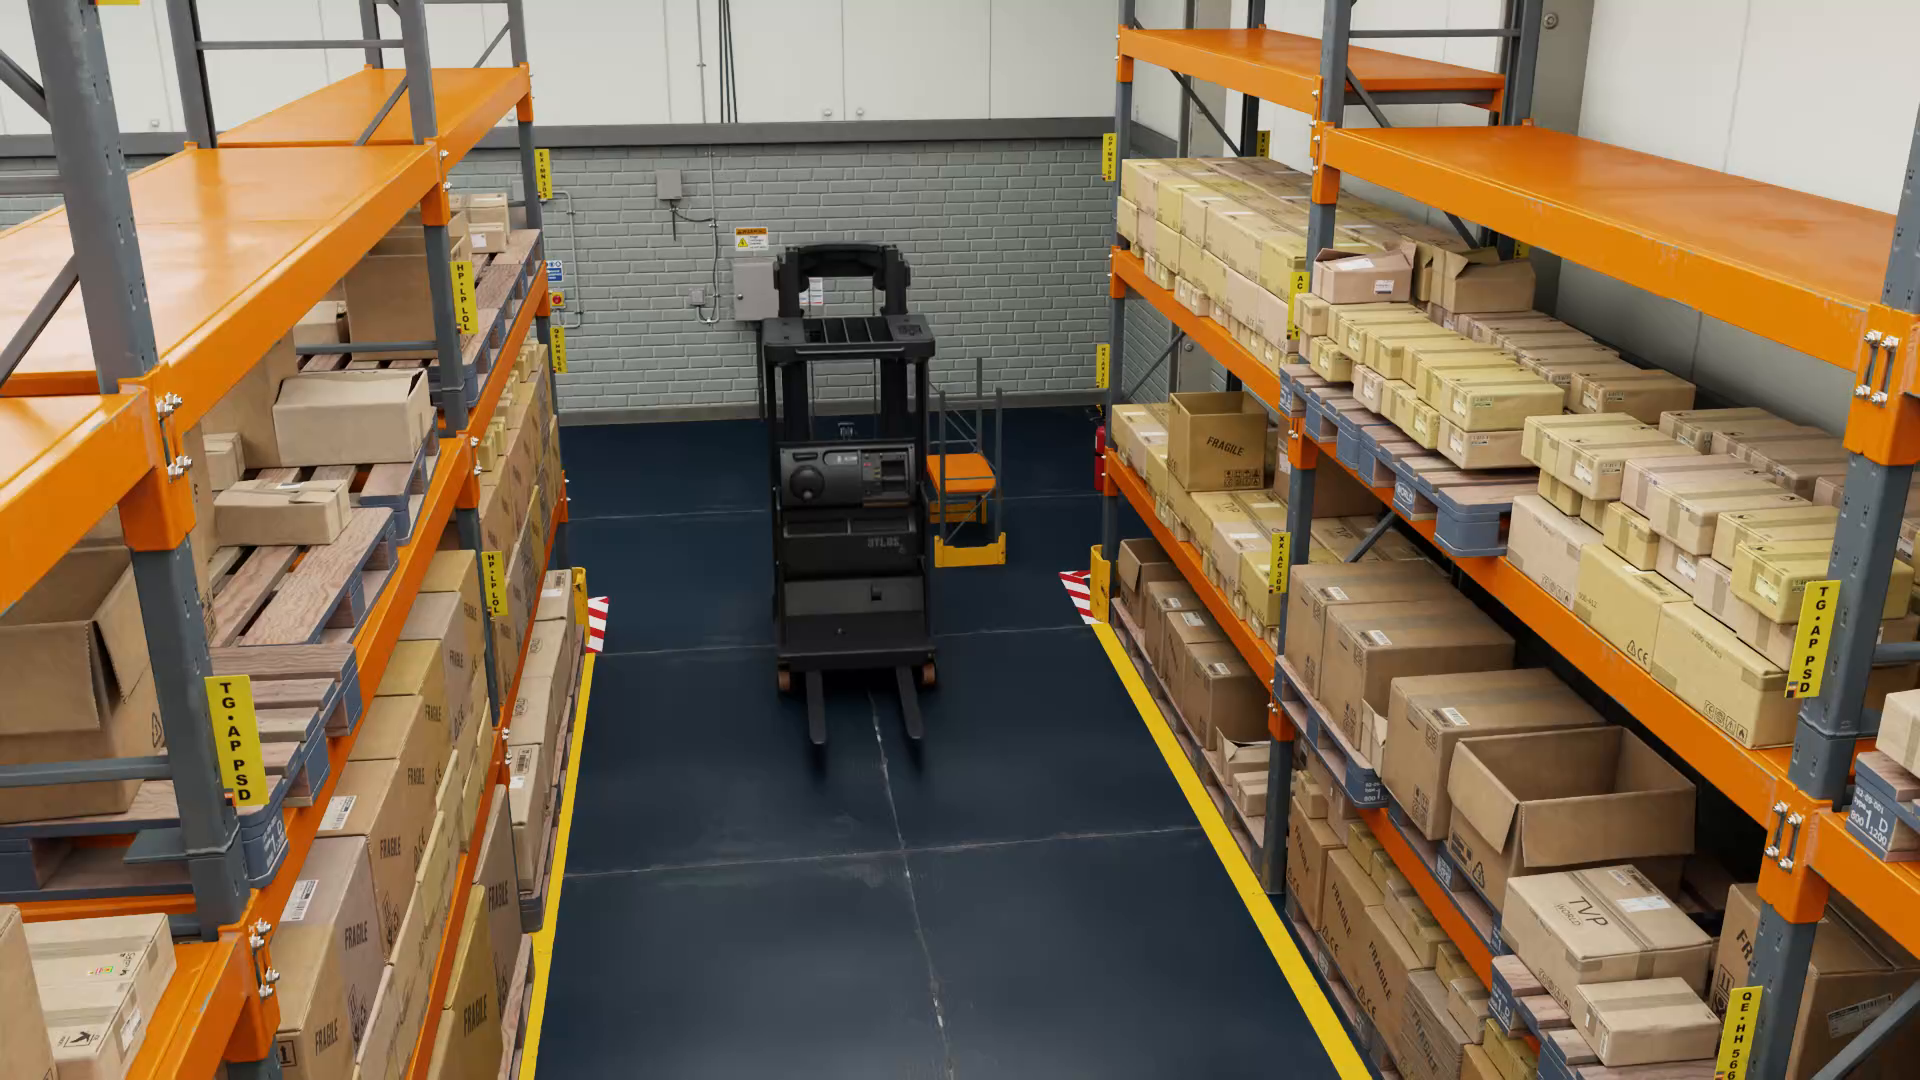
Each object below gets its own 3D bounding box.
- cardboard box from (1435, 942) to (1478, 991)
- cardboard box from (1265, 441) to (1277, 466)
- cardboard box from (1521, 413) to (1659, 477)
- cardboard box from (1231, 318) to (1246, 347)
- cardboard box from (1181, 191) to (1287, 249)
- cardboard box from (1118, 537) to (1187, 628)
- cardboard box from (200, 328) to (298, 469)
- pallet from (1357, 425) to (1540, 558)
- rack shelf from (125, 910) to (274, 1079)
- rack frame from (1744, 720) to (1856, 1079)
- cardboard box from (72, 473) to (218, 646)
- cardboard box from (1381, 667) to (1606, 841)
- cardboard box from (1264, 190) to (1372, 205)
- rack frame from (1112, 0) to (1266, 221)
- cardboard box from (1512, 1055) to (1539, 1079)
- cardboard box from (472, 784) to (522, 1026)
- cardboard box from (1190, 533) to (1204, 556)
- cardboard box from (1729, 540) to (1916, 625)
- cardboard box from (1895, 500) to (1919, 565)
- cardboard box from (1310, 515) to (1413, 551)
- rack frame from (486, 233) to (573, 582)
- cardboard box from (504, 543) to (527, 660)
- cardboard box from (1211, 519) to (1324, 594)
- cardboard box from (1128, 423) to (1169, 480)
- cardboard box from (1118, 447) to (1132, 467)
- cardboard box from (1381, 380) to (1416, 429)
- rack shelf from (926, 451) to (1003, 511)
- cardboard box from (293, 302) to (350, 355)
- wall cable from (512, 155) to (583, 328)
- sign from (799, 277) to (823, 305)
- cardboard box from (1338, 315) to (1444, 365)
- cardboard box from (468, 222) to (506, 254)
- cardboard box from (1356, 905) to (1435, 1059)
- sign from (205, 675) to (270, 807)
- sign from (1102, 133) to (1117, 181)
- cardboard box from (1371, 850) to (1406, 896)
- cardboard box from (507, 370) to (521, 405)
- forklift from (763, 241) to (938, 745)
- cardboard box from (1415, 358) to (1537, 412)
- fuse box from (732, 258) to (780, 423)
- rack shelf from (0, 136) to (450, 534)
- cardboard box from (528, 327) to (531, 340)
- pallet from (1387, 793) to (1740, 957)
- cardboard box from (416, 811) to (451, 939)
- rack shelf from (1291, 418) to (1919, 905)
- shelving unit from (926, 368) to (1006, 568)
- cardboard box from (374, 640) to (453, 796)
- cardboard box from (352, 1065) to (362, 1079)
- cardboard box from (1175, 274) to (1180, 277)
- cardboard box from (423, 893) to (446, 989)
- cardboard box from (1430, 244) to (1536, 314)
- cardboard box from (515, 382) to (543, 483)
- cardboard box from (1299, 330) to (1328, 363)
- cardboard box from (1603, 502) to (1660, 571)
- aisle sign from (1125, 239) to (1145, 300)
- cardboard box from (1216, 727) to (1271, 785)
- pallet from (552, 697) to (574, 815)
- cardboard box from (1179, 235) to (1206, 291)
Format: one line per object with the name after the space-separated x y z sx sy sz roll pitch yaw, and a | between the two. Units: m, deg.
2.268 1.842 7.116 0.380 0.149 0.250 -3 21 -8 | cardboard box
2.054 -0.464 11.036 0.500 0.250 0.500 -2 21 -6 | cardboard box
2.209 -0.336 5.835 0.380 0.149 0.250 -3 21 -8 | cardboard box
1.725 -1.167 9.200 0.380 0.149 0.250 -3 21 -8 | cardboard box
1.625 -1.907 9.898 0.500 0.250 0.500 -2 21 -6 | cardboard box
1.580 0.298 12.174 0.797 0.503 0.637 -4 21 -10 | cardboard box
-2.909 -0.584 6.536 0.500 0.500 0.500 -3 21 -9 | cardboard box
2.339 -0.235 6.615 1.213 0.211 1.003 -3 21 -8 | pallet
-1.884 1.754 2.047 1.077 0.370 4.000 -3 21 -8 | rack shelf
2.739 1.878 4.974 1.000 3.000 0.127 -3 21 -8 | rack frame
-2.503 0.148 4.577 0.700 0.500 0.500 -4 21 -10 | cardboard box
2.198 0.880 6.905 0.700 0.500 0.500 -3 21 -8 | cardboard box
2.130 -1.928 9.952 0.500 0.250 0.500 -3 21 -8 | cardboard box
1.585 -3.702 11.340 1.000 3.000 0.127 -3 21 -8 | rack frame
2.359 2.111 6.398 0.380 0.149 0.250 -2 21 -6 | cardboard box
-2.581 1.754 7.743 0.875 0.875 0.875 -2 21 -6 | cardboard box
1.661 -0.022 10.420 0.380 0.149 0.250 -3 21 -8 | cardboard box
2.396 0.113 4.632 0.380 0.149 0.250 -2 21 -6 | cardboard box
2.951 -0.013 4.972 0.380 0.149 0.250 -3 21 -7 | cardboard box
2.279 0.066 9.616 0.500 0.250 0.500 -3 21 -8 | cardboard box
-3.326 -0.640 11.716 1.000 3.000 0.127 -3 21 -8 | rack frame
-2.626 0.348 8.928 0.500 0.500 0.500 -3 21 -7 | cardboard box
1.760 0.088 9.558 0.500 0.250 0.500 -3 21 -8 | cardboard box
1.457 -0.615 11.440 0.500 0.250 0.500 -3 21 -7 | cardboard box
1.361 -0.646 12.092 0.380 0.149 0.250 -3 21 -8 | cardboard box
1.961 -0.561 6.833 0.380 0.149 0.250 -3 21 -8 | cardboard box
0.012 -0.505 14.012 0.538 0.185 1.000 -3 21 -8 | rack shelf
-3.158 -1.046 7.965 0.396 0.266 0.258 -2 21 -6 | cardboard box
-4.162 -3.082 16.757 0.585 1.953 0.123 -3 21 -8 | wall cable
-1.603 -2.698 17.364 0.329 0.494 0.001 -3 21 -8 | sign
1.875 -0.873 7.243 0.380 0.149 0.250 -3 21 -9 | cardboard box
-3.032 -1.878 10.362 0.380 0.149 0.250 -5 21 -12 | cardboard box
2.163 2.003 7.612 0.500 0.500 0.500 -4 21 -9 | cardboard box
-1.635 0.456 3.756 0.100 0.325 0.005 -3 21 -8 | sign
1.049 -2.679 11.639 0.100 0.325 0.005 -3 21 -8 | sign
2.168 1.576 7.829 0.380 0.149 0.250 -3 21 -9 | cardboard box
-2.838 -0.906 9.929 0.380 0.149 0.250 -2 21 -6 | cardboard box
-0.746 -0.444 11.291 1.130 2.935 3.031 -2 21 -6 | forklift
2.025 -0.609 6.537 0.380 0.149 0.250 -3 21 -7 | cardboard box
-2.062 -2.043 17.314 0.539 1.711 0.414 -3 21 -8 | fuse box
-2.461 -0.848 5.300 1.077 0.370 4.000 -3 21 -8 | rack shelf
-3.076 -1.345 11.105 0.380 0.149 0.250 -3 21 -7 | cardboard box
2.454 1.295 6.810 1.003 0.211 1.213 -3 21 -8 | pallet
-2.194 1.250 6.157 0.500 0.250 0.500 -3 21 -7 | cardboard box
2.450 0.118 6.429 1.077 0.370 4.000 -3 21 -8 | rack shelf
0.011 -0.676 13.957 0.587 1.500 1.083 -3 21 -8 | shelving unit
-2.301 0.727 6.484 0.500 0.500 0.500 -2 21 -6 | cardboard box
-2.001 1.778 4.742 0.500 0.250 0.500 -3 21 -8 | cardboard box
1.561 -1.613 10.395 0.380 0.149 0.250 -3 21 -8 | cardboard box
-2.230 1.489 6.232 0.500 0.250 0.500 -3 21 -8 | cardboard box
2.345 -1.179 7.471 0.396 0.266 0.258 -3 21 -8 | cardboard box
-2.848 -0.649 10.170 0.500 0.500 0.500 -3 21 -8 | cardboard box
1.812 -0.914 7.780 0.380 0.149 0.250 -3 21 -7 | cardboard box
2.340 -0.021 5.416 0.380 0.149 0.250 -3 21 -8 | cardboard box
1.285 -2.118 11.959 0.394 0.787 0.004 -3 21 -8 | aisle sign
1.740 1.276 9.895 0.396 0.266 0.258 -2 21 -6 | cardboard box
-2.961 1.361 10.345 1.003 0.211 1.213 -3 21 -8 | pallet
1.632 -1.668 9.970 0.500 0.250 0.500 -3 21 -9 | cardboard box
